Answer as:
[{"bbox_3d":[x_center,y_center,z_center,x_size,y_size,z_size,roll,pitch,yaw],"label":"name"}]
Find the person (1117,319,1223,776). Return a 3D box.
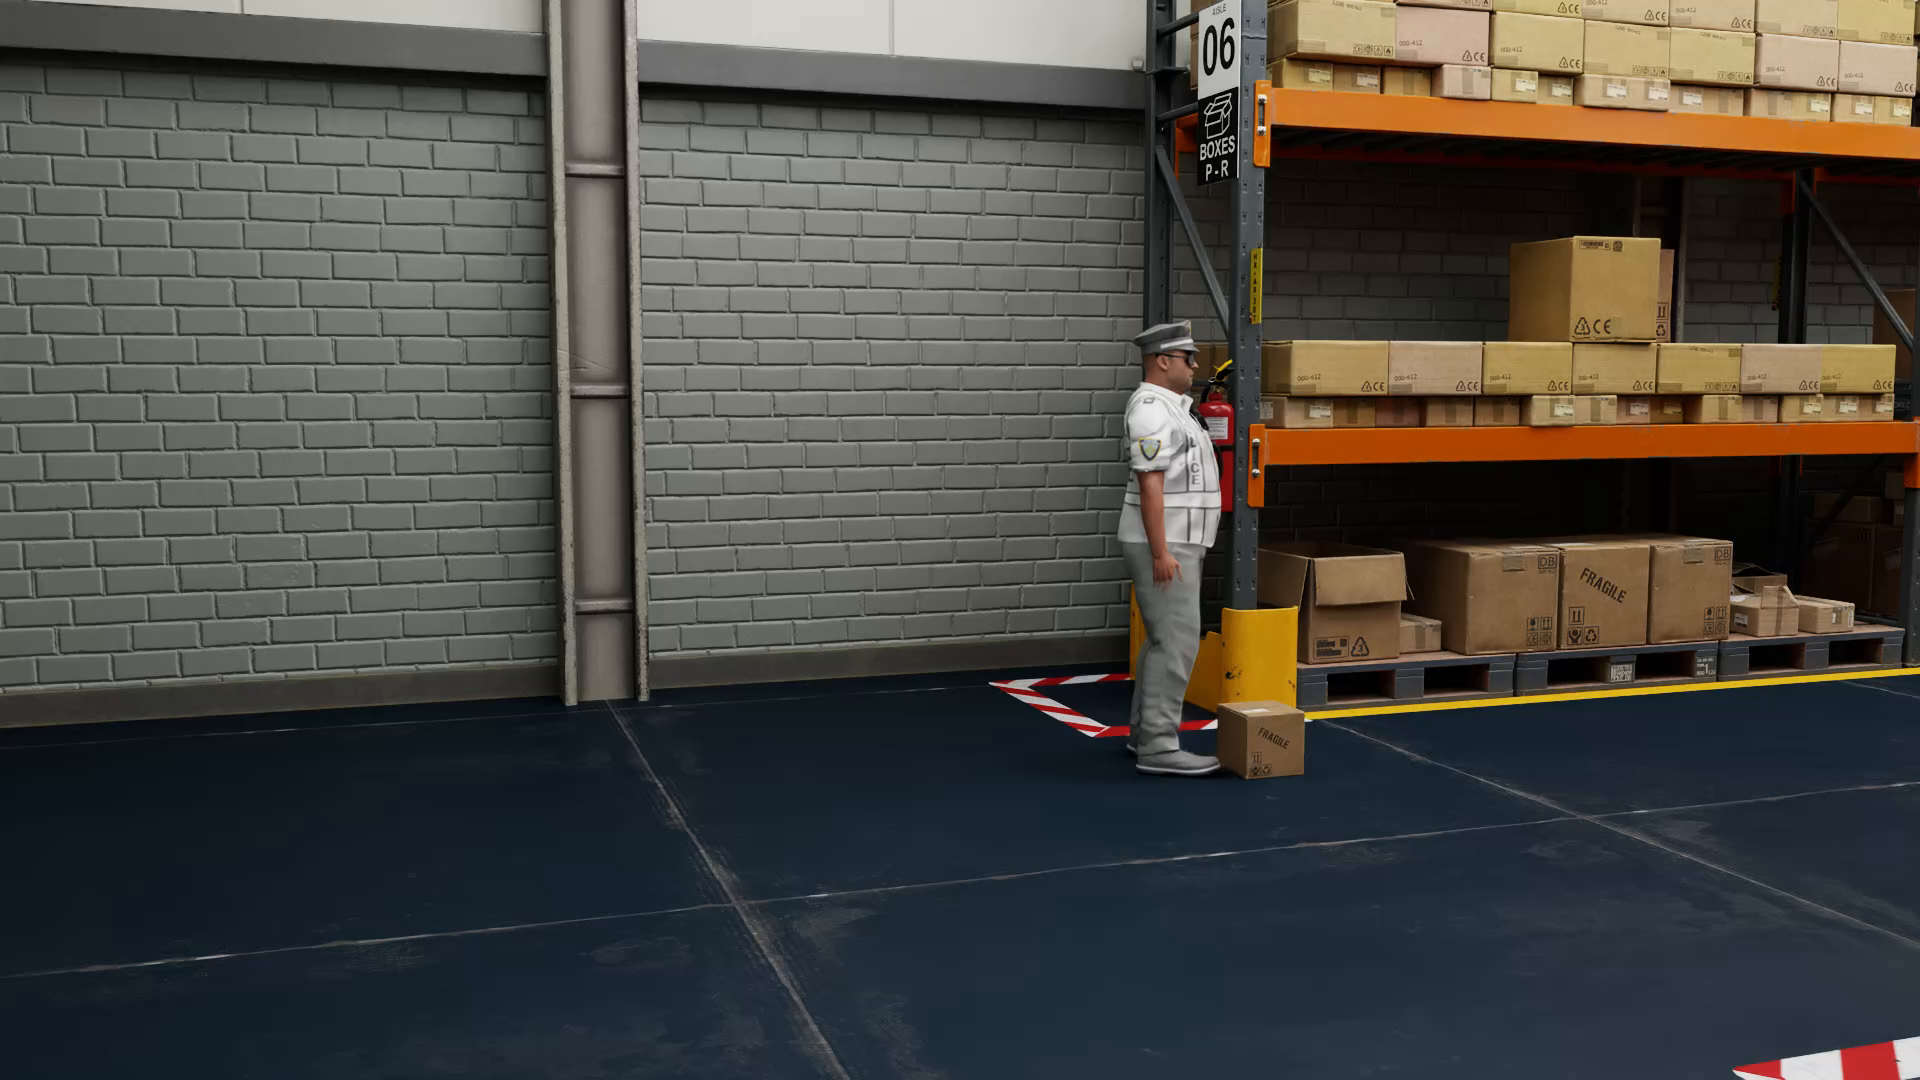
[{"bbox_3d":[0.840,0.028,6.538,0.421,1.777,0.529,2,6,15],"label":"person"}]
